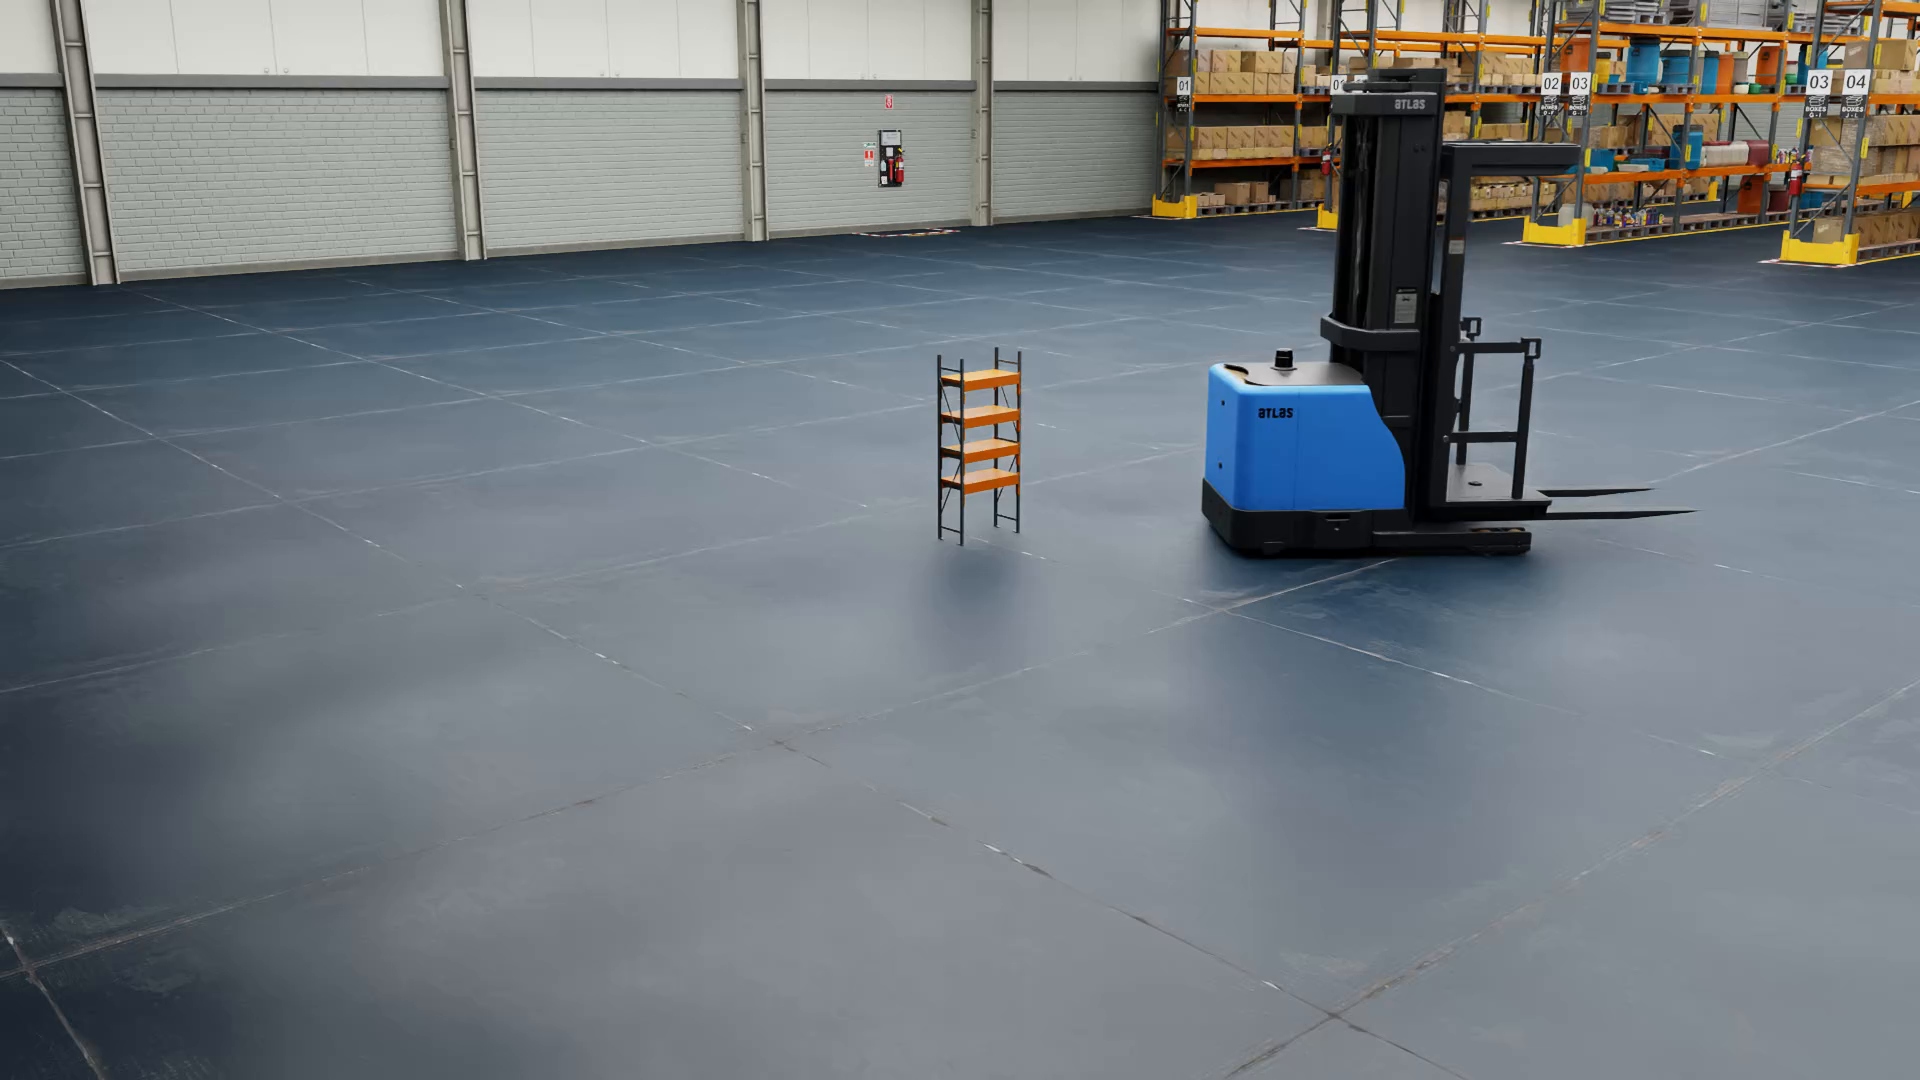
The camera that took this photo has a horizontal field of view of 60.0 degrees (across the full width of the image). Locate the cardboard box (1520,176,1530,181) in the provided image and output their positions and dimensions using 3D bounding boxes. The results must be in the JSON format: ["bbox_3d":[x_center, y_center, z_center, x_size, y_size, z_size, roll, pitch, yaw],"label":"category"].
[{"bbox_3d":[16.276,-10.636,48.787,0.500,0.500,0.700,-13,20,-40],"label":"cardboard box"}]

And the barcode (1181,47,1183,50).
[{"bbox_3d":[5.253,-11.641,39.414,0.075,0.075,0.001,-13,19,-39],"label":"barcode"}]

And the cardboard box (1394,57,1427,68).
[{"bbox_3d":[9.733,-10.186,35.980,0.500,0.500,0.500,-13,19,-39],"label":"cardboard box"}]

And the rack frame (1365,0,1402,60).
[{"bbox_3d":[11.081,-13.407,43.505,0.127,3.000,1.000,-13,19,-39],"label":"rack frame"}]

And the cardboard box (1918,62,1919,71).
[{"bbox_3d":[17.646,-8.695,29.938,0.500,0.500,0.500,-13,20,-41],"label":"cardboard box"}]

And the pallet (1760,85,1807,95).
[{"bbox_3d":[18.226,-10.049,37.110,1.213,0.211,1.003,-13,19,-39],"label":"pallet"}]

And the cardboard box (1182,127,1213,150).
[{"bbox_3d":[5.604,-9.475,39.209,0.500,0.500,0.500,-13,19,-39],"label":"cardboard box"}]

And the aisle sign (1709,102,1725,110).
[{"bbox_3d":[20.623,-12.108,45.230,0.004,0.787,0.394,-13,19,-39],"label":"aisle sign"}]

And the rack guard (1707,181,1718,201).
[{"bbox_3d":[20.313,-9.680,46.019,0.348,0.500,1.175,-13,19,-39],"label":"rack guard"}]

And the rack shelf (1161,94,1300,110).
[{"bbox_3d":[6.555,-10.594,40.180,4.000,0.370,1.077,-13,19,-39],"label":"rack shelf"}]

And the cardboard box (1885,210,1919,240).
[{"bbox_3d":[17.490,-5.873,30.956,0.500,0.500,0.500,-13,20,-41],"label":"cardboard box"}]

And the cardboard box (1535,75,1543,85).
[{"bbox_3d":[13.647,-10.944,39.575,0.500,0.250,0.500,-12,19,-38],"label":"cardboard box"}]

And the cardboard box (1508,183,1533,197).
[{"bbox_3d":[13.332,-8.379,39.736,0.500,0.311,0.500,-13,20,-40],"label":"cardboard box"}]

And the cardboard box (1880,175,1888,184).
[{"bbox_3d":[15.940,-6.306,29.034,0.250,0.149,0.380,-13,19,-39],"label":"cardboard box"}]

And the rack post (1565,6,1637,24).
[{"bbox_3d":[12.203,-9.985,31.662,0.954,0.300,0.937,-10,18,-33],"label":"rack post"}]

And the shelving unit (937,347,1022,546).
[{"bbox_3d":[0.125,-0.608,10.700,0.503,1.200,0.258,-13,19,-39],"label":"shelving unit"}]

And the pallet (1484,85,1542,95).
[{"bbox_3d":[13.041,-10.581,39.102,1.213,0.211,1.003,-12,19,-37],"label":"pallet"}]

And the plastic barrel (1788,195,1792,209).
[{"bbox_3d":[19.162,-7.972,38.788,0.421,0.512,0.421,0,15,0],"label":"plastic barrel"}]

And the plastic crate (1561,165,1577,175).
[{"bbox_3d":[11.731,-7.296,32.540,0.616,0.251,0.499,-13,19,-39],"label":"plastic crate"}]

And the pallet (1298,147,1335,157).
[{"bbox_3d":[8.736,-9.840,42.146,1.213,0.211,1.003,-13,19,-39],"label":"pallet"}]

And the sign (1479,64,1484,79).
[{"bbox_3d":[11.684,-10.497,37.267,0.005,0.325,0.100,-13,19,-39],"label":"sign"}]

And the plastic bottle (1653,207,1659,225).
[{"bbox_3d":[14.270,-6.670,34.189,0.185,0.351,0.144,-13,20,-41],"label":"plastic bottle"}]

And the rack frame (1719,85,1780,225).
[{"bbox_3d":[17.584,-8.580,37.059,0.127,3.000,1.000,-13,19,-39],"label":"rack frame"}]

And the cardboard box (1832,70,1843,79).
[{"bbox_3d":[14.805,-7.938,28.360,0.250,0.149,0.380,-13,19,-39],"label":"cardboard box"}]

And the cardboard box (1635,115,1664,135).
[{"bbox_3d":[17.893,-10.779,43.160,0.500,0.500,0.500,-12,19,-38],"label":"cardboard box"}]

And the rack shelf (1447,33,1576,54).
[{"bbox_3d":[12.827,-11.564,38.773,4.000,0.370,1.077,-13,19,-39],"label":"rack shelf"}]

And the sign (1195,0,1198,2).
[{"bbox_3d":[5.402,-12.436,37.905,0.005,0.325,0.100,-13,19,-39],"label":"sign"}]

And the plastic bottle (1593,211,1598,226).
[{"bbox_3d":[12.926,-6.538,33.826,0.133,0.283,0.061,-13,19,-39],"label":"plastic bottle"}]

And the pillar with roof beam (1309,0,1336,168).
[{"bbox_3d":[12.359,-12.517,40.174,0.400,9.000,9.100,-13,19,-39],"label":"pillar with roof beam"}]

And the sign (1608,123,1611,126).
[{"bbox_3d":[16.991,-10.745,43.487,0.005,0.325,0.100,-13,19,-39],"label":"sign"}]

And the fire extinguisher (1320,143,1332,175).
[{"bbox_3d":[7.907,-8.223,35.871,0.183,0.674,0.296,-13,19,-39],"label":"fire extinguisher"}]

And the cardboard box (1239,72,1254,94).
[{"bbox_3d":[6.670,-10.936,39.835,0.500,0.500,0.500,-11,19,-36],"label":"cardboard box"}]

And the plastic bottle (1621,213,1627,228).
[{"bbox_3d":[13.305,-6.406,33.332,0.133,0.283,0.061,-12,19,-38],"label":"plastic bottle"}]

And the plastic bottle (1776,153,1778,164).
[{"bbox_3d":[18.229,-8.543,37.168,0.097,0.271,0.097,0,15,0],"label":"plastic bottle"}]

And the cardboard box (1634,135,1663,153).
[{"bbox_3d":[17.917,-10.304,43.320,0.500,0.500,0.500,-12,19,-38],"label":"cardboard box"}]

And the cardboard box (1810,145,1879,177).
[{"bbox_3d":[15.234,-6.540,28.653,0.500,0.500,0.875,-13,19,-39],"label":"cardboard box"}]

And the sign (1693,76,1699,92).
[{"bbox_3d":[14.920,-9.247,33.726,0.005,0.325,0.100,-13,19,-39],"label":"sign"}]

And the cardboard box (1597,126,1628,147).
[{"bbox_3d":[16.849,-10.437,43.004,0.700,0.500,0.500,8,17,28],"label":"cardboard box"}]

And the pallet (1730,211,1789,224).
[{"bbox_3d":[18.152,-7.374,37.949,1.213,0.211,1.003,-13,19,-39],"label":"pallet"}]

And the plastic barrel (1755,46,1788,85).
[{"bbox_3d":[18.015,-10.535,36.920,0.708,0.830,0.600,-13,19,-39],"label":"plastic barrel"}]

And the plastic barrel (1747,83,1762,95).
[{"bbox_3d":[17.432,-9.902,36.498,0.294,0.245,0.294,0,15,0],"label":"plastic barrel"}]

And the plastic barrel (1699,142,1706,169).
[{"bbox_3d":[15.433,-8.087,34.951,0.433,0.535,0.433,0,15,0],"label":"plastic barrel"}]

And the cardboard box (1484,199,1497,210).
[{"bbox_3d":[12.172,-7.848,38.834,0.500,0.250,0.500,-12,19,-38],"label":"cardboard box"}]

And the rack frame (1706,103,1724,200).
[{"bbox_3d":[20.371,-10.900,45.745,0.127,3.000,1.000,-13,19,-39],"label":"rack frame"}]

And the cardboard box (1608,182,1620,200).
[{"bbox_3d":[16.412,-8.921,42.327,0.500,0.500,0.500,-12,19,-39],"label":"cardboard box"}]

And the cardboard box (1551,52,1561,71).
[{"bbox_3d":[14.669,-11.598,40.414,0.500,0.500,0.500,-13,19,-39],"label":"cardboard box"}]

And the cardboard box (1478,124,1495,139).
[{"bbox_3d":[14.519,-11.420,47.110,0.700,0.700,0.980,-12,19,-39],"label":"cardboard box"}]

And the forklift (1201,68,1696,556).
[{"bbox_3d":[3.161,-1.450,10.497,3.031,2.935,1.130,-1,15,-4],"label":"forklift"}]

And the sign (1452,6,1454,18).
[{"bbox_3d":[13.753,-14.725,46.321,0.005,0.325,0.100,-13,19,-39],"label":"sign"}]

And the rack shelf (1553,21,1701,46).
[{"bbox_3d":[13.058,-9.921,32.624,4.000,0.370,1.077,-13,19,-39],"label":"rack shelf"}]

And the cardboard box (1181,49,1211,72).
[{"bbox_3d":[5.496,-11.162,38.742,0.500,0.500,0.500,14,21,43],"label":"cardboard box"}]
